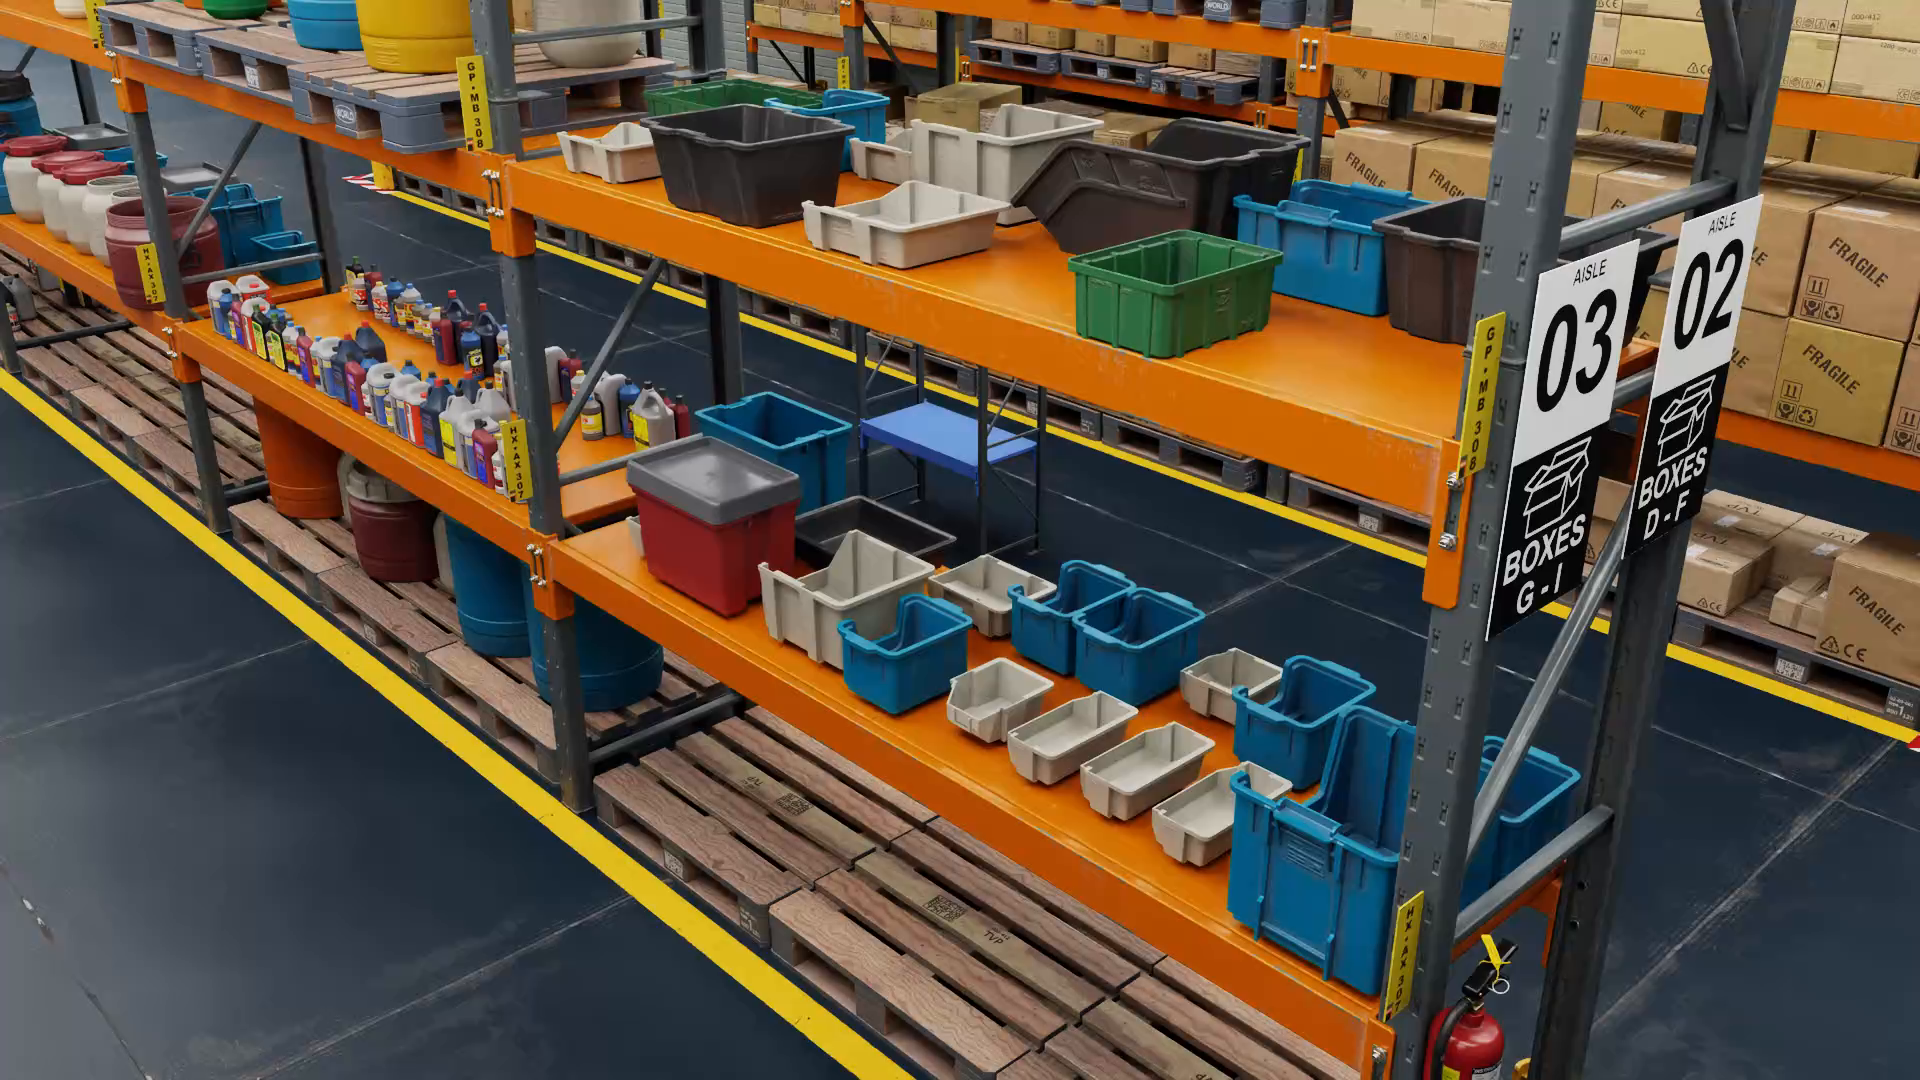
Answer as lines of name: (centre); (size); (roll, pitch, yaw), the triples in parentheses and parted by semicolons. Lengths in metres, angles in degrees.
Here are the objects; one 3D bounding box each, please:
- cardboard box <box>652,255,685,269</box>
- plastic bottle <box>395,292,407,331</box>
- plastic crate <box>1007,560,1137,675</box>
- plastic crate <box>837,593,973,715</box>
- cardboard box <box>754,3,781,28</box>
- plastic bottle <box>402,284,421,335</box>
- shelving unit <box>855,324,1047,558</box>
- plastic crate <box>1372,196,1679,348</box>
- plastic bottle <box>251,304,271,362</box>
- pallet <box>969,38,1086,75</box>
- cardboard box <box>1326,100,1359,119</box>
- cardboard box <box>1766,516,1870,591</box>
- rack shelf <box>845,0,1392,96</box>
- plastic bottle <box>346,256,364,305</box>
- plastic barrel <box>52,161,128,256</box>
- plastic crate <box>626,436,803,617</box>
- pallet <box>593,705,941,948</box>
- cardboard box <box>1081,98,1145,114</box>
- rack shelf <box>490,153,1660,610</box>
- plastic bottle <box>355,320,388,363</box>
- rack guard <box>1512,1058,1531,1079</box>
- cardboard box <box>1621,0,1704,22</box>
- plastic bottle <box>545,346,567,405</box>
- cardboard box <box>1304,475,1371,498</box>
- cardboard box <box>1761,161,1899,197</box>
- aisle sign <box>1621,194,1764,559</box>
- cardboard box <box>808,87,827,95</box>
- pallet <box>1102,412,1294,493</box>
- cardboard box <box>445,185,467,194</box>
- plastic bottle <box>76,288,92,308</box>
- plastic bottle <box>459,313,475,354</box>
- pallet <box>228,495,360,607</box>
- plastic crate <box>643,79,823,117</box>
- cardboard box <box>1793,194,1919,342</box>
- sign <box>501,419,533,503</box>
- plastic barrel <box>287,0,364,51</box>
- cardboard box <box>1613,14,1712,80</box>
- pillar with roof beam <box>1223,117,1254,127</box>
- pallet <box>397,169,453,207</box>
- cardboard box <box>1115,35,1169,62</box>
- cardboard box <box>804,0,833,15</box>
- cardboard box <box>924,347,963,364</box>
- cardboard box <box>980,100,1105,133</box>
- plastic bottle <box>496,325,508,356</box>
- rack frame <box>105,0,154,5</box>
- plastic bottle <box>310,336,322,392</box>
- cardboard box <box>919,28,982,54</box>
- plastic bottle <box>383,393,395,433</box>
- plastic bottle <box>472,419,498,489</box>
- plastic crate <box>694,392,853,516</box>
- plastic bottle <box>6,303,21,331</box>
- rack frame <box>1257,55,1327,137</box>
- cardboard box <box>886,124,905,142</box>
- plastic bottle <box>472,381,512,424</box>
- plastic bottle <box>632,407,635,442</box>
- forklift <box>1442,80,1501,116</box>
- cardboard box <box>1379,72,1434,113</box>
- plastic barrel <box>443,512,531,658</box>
cardboard box: (-2.372, -2.601, 14.644); (0.500, 0.250, 0.500); (-22, 33, -40)
plastic bottle: (-3.044, -1.258, 9.133); (0.097, 0.201, 0.097); (0, 25, 0)
plastic crate: (0.379, 0.266, 5.682); (0.416, 0.233, 0.300); (-21, 32, -38)
plastic crate: (-0.178, 0.375, 5.444); (0.416, 0.233, 0.300); (-21, 32, -38)
cardboard box: (-2.190, -6.486, 20.509); (0.500, 0.250, 0.500); (-22, 33, -40)
plastic bottle: (-2.978, -1.260, 9.054); (0.097, 0.271, 0.097); (0, 25, 0)
shelving unit: (-0.058, -0.708, 9.495); (0.538, 1.500, 1.048); (-21, 32, -38)
plastic crate: (1.353, -0.626, 4.051); (0.497, 0.269, 0.590); (-21, 32, -38)
plastic bottle: (-3.621, -1.079, 8.642); (0.061, 0.283, 0.133); (-21, 32, -38)
pallet: (0.859, -5.211, 17.789); (1.003, 0.211, 1.213); (-21, 32, -38)
cardboard box: (3.518, -3.905, 14.974); (0.380, 0.149, 0.250); (-20, 31, -37)
cardboard box: (4.525, 0.125, 8.644); (0.500, 0.250, 0.500); (-21, 32, -38)
rack shelf: (0.930, -3.384, 10.807); (1.077, 0.370, 4.000); (-21, 32, -38)
plastic bottle: (-3.467, -1.494, 9.551); (0.061, 0.283, 0.133); (-21, 32, -38)
plastic barrel: (-5.498, -2.117, 10.612); (0.433, 0.535, 0.433); (0, 25, 0)
plastic crate: (-0.894, -0.051, 6.099); (0.402, 0.464, 0.583); (-21, 32, -38)
pallet: (-0.790, 1.144, 6.988); (1.003, 0.211, 1.213); (-21, 32, -38)
cardboard box: (1.620, -4.468, 17.507); (0.500, 0.250, 0.500); (-22, 33, -40)
rack shelf: (0.046, -0.768, 5.072); (1.077, 0.370, 4.000); (-21, 32, -38)
plastic bottle: (-2.922, -0.918, 8.207); (0.144, 0.351, 0.185); (-21, 32, -38)
rack guard: (1.439, 2.016, 4.728); (1.175, 0.500, 0.348); (-21, 32, -38)
cardboard box: (3.466, -2.590, 7.777); (0.500, 0.250, 0.500); (-21, 32, -38)
plastic bottle: (-1.992, -0.809, 8.059); (0.152, 0.276, 0.135); (-21, 32, -38)
cardboard box: (2.426, -0.529, 10.005); (0.500, 0.311, 0.500); (-21, 32, -38)
cardboard box: (4.219, -1.548, 8.203); (0.500, 0.500, 0.500); (-21, 32, -38)
aisle sign: (1.679, -0.370, 3.815); (0.394, 0.787, 0.004); (-21, 32, -38)
cardboard box: (-1.884, -5.524, 20.955); (0.500, 0.311, 0.500); (19, 31, 36)
pallet: (1.714, -0.708, 11.047); (1.003, 0.211, 1.213); (-21, 32, -38)
cardboard box: (-5.015, -3.789, 17.248); (0.500, 0.250, 0.500); (-21, 32, -38)
plastic bottle: (-7.005, -2.005, 13.275); (0.061, 0.283, 0.133); (-21, 32, -38)
plastic bottle: (-2.513, -1.034, 8.543); (0.061, 0.283, 0.133); (-21, 32, -38)
pallet: (-3.486, -0.053, 9.611); (1.003, 0.211, 1.213); (-21, 32, -38)
plastic crate: (-0.811, -1.562, 6.202); (0.450, 0.188, 0.662); (-21, 32, -38)
cardboard box: (4.180, -1.239, 7.526); (0.500, 0.500, 0.500); (-20, 31, -37)
sign: (-1.724, -0.307, 6.476); (0.100, 0.325, 0.005); (-21, 32, -38)
plastic barrel: (-2.599, -2.594, 7.098); (0.600, 0.901, 0.708); (-21, 32, -38)
cardboard box: (3.472, -2.365, 7.886); (0.500, 0.250, 0.500); (-21, 32, -38)
pillar with roof beam: (-0.223, -6.506, 13.170); (9.100, 9.000, 0.400); (-21, 32, -38)
pallet: (-5.352, -3.888, 18.018); (1.003, 0.211, 1.213); (-21, 32, -38)
cardboard box: (1.980, -5.115, 16.698); (0.700, 0.500, 0.500); (-21, 32, -38)
cardboard box: (-1.505, -6.524, 19.690); (0.500, 0.500, 0.500); (23, 33, 40)
cardboard box: (0.028, -1.639, 12.211); (0.500, 0.500, 0.500); (22, 33, 40)
cardboard box: (0.562, -2.699, 11.426); (0.700, 0.500, 0.500); (-15, 28, -29)
plastic bottle: (-2.277, -0.950, 8.373); (0.097, 0.271, 0.097); (0, 25, 0)
rack frame: (-4.055, -4.278, 8.285); (1.000, 3.000, 0.127); (-21, 32, -38)
plastic bottle: (-3.147, -0.874, 8.208); (0.097, 0.271, 0.097); (0, 25, 0)
cardboard box: (-0.102, -5.569, 18.500); (0.500, 0.250, 0.500); (-21, 32, -38)
plastic bottle: (-2.612, -0.606, 7.703); (0.097, 0.201, 0.097); (0, 25, 0)
plastic bottle: (-2.018, -0.368, 7.084); (0.061, 0.283, 0.133); (-21, 32, -38)
plastic crate: (-0.753, -0.312, 6.767); (0.392, 0.384, 0.575); (-21, 32, -38)
plastic bottle: (-7.265, -1.709, 12.723); (0.097, 0.201, 0.097); (0, 25, 0)
rack frame: (3.176, -4.359, 15.691); (1.000, 3.000, 0.127); (-21, 32, -38)
cardboard box: (-0.654, -3.035, 12.895); (0.500, 0.311, 0.500); (-19, 31, -35)
plastic bottle: (-2.083, -0.541, 7.381); (0.144, 0.351, 0.185); (-21, 32, -38)
plastic bottle: (-1.444, -0.549, 7.578); (0.097, 0.201, 0.097); (0, 25, 0)
forklift: (3.554, -2.654, 12.036); (1.130, 2.935, 3.031); (-20, 31, -37)
cardboard box: (4.011, -4.017, 14.439); (0.500, 0.500, 0.500); (-21, 32, -39)
plastic barrel: (-2.165, 0.043, 8.064); (0.600, 0.901, 0.708); (-21, 32, -38)
